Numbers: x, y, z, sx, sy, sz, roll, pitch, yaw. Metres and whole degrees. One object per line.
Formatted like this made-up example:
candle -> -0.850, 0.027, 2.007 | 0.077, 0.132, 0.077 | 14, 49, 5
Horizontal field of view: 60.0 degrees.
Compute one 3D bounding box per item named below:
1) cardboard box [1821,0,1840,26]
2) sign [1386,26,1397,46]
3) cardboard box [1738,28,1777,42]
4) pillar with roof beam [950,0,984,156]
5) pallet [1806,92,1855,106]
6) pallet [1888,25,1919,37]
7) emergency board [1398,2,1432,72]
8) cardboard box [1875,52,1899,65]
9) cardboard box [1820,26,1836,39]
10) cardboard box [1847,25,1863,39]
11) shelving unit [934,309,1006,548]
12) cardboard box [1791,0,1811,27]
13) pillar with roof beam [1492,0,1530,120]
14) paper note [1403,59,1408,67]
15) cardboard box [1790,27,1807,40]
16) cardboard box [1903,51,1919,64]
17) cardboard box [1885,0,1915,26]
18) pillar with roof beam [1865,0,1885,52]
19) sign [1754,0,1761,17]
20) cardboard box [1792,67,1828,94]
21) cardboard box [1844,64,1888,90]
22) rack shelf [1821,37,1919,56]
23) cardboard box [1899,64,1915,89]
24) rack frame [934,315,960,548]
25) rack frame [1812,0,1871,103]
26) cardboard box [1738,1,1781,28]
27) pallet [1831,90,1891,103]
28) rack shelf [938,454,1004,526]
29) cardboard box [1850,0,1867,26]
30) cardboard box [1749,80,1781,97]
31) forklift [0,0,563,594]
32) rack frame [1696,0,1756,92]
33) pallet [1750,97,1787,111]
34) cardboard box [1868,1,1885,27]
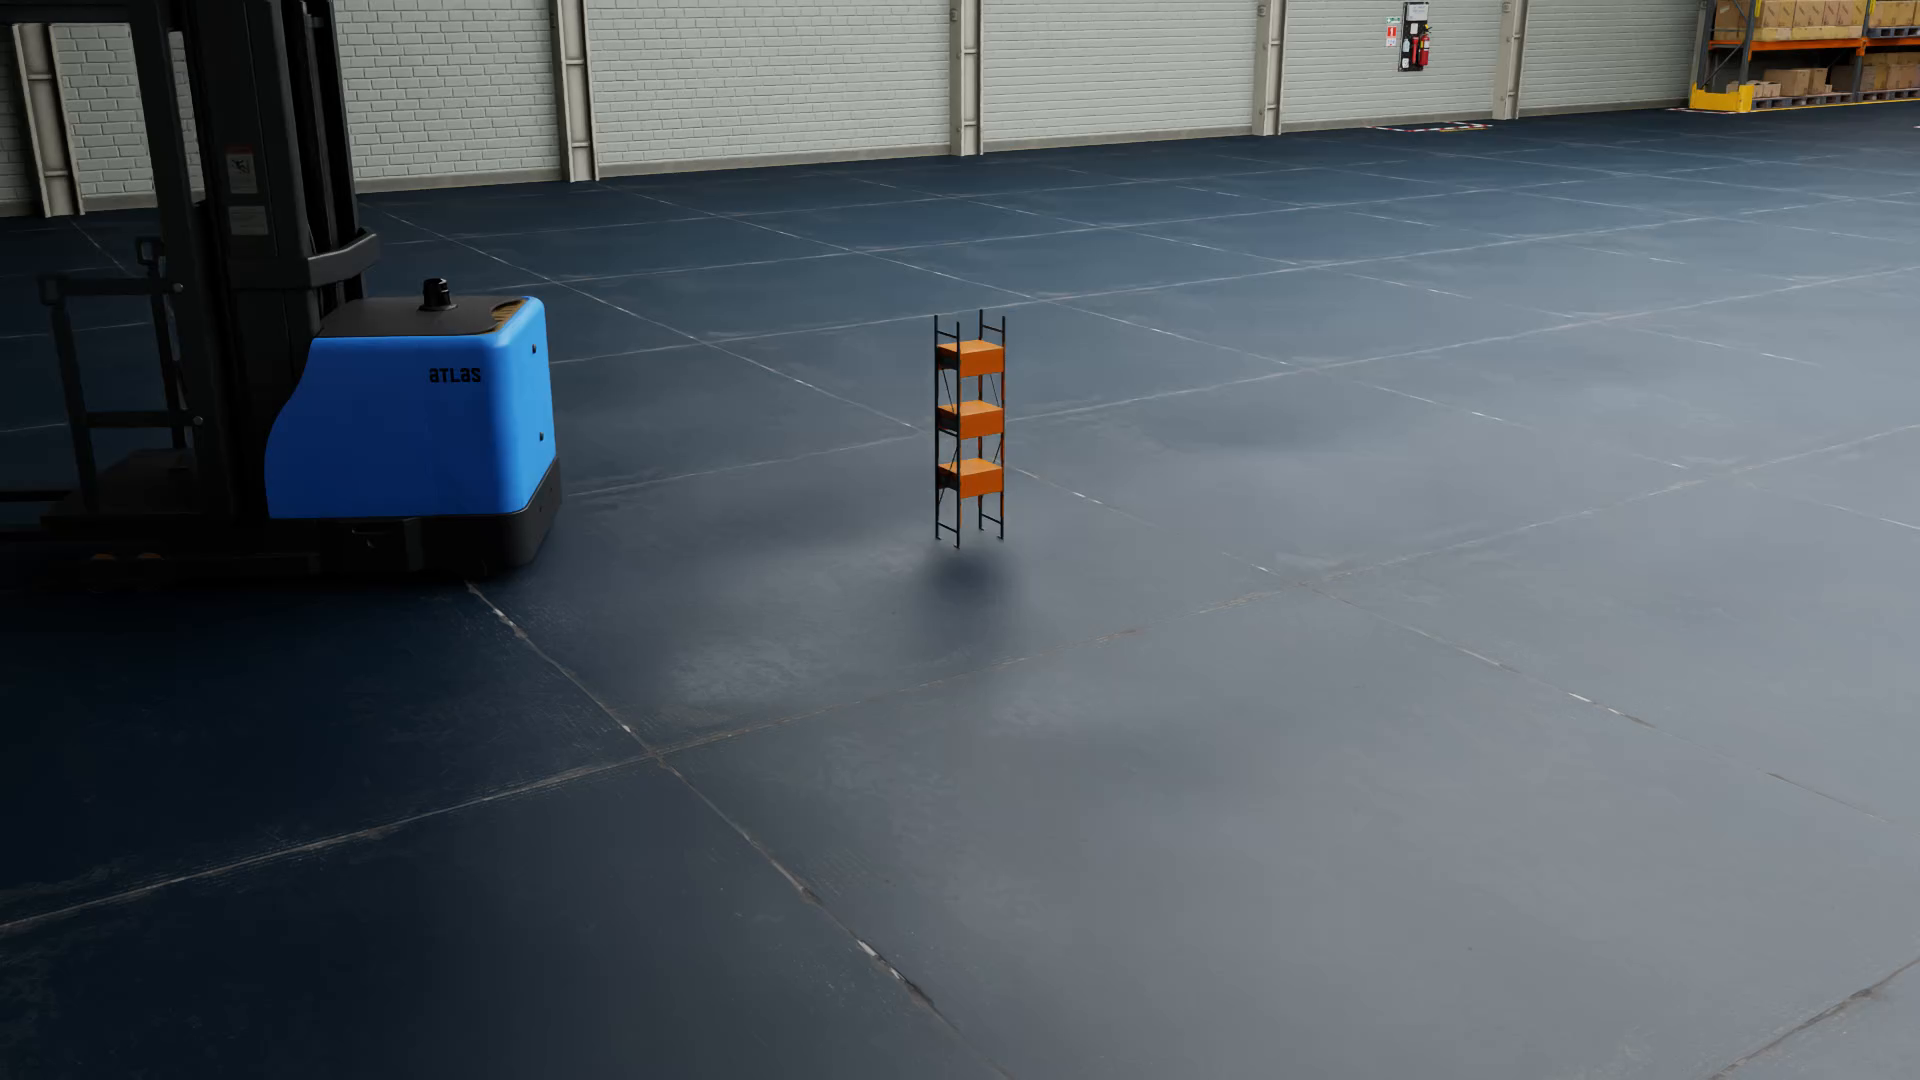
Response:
cardboard box -> 17.297, -10.613, 33.485 | 0.500, 0.500, 0.500 | -13, 22, -33
sign -> 7.516, -8.775, 28.963 | 0.234, 0.329, 0.001 | -12, 22, -31
cardboard box -> 15.604, -9.895, 32.533 | 0.500, 0.250, 0.500 | -13, 22, -33
pillar with roof beam -> 2.465, -8.830, 19.813 | 0.400, 9.000, 9.100 | -12, 22, -31
pallet -> 17.821, -9.211, 34.662 | 1.213, 0.211, 1.003 | -12, 22, -31
pallet -> 20.072, -10.914, 35.644 | 1.213, 0.211, 1.003 | -12, 22, -31
emergency board -> 8.034, -8.828, 29.175 | 0.643, 1.169, 0.194 | -12, 22, -31
cardboard box -> 19.766, -10.345, 35.706 | 0.500, 0.250, 0.500 | -13, 22, -33
cardboard box -> 17.301, -10.256, 33.600 | 0.500, 0.250, 0.500 | -12, 22, -32
cardboard box -> 18.133, -10.434, 34.128 | 0.500, 0.250, 0.500 | -12, 22, -31
shelving unit -> 0.045, -0.507, 7.605 | 0.252, 1.050, 0.215 | -12, 22, -31
cardboard box -> 16.439, -10.427, 32.935 | 0.500, 0.500, 0.500 | -13, 22, -33
pillar with roof beam -> 12.487, -10.944, 26.065 | 0.400, 9.000, 9.100 | -12, 22, -31
paper note -> 7.849, -8.398, 29.278 | 0.142, 0.148, 0.016 | -12, 22, -31
cardboard box -> 16.458, -10.078, 33.076 | 0.500, 0.250, 0.500 | -12, 22, -32
cardboard box -> 20.620, -10.520, 36.223 | 0.500, 0.250, 0.500 | -11, 22, -30
cardboard box -> 19.809, -11.217, 35.398 | 0.500, 0.500, 0.700 | -9, 21, -24
pillar with roof beam -> 22.509, -13.058, 32.318 | 0.400, 9.000, 9.100 | -12, 22, -31
sign -> 15.320, -10.221, 31.941 | 0.005, 0.325, 0.100 | -12, 22, -31
cardboard box -> 17.517, -9.491, 34.351 | 0.500, 0.500, 0.500 | -14, 23, -35
cardboard box -> 19.372, -9.923, 35.629 | 0.500, 0.500, 0.700 | -12, 22, -32
rack shelf -> 20.033, -10.672, 35.751 | 4.000, 0.370, 1.077 | -12, 22, -31
cardboard box -> 20.237, -10.093, 36.133 | 0.500, 0.500, 0.700 | -12, 22, -32
rack frame -> -0.057, -0.485, 7.541 | 0.008, 1.050, 0.200 | -12, 22, -31
rack frame -> 18.362, -10.660, 34.593 | 0.127, 3.000, 1.000 | -12, 22, -31
cardboard box -> 15.585, -10.253, 32.421 | 0.500, 0.500, 0.500 | -12, 22, -31
pallet -> 19.012, -9.477, 35.447 | 1.213, 0.211, 1.003 | -12, 22, -31
rack shelf -> 0.045, -0.233, 7.697 | 0.240, 0.259, 0.215 | -12, 22, -31
cardboard box -> 18.137, -10.788, 34.003 | 0.500, 0.500, 0.500 | -12, 22, -32
cardboard box -> 16.125, -9.088, 33.456 | 0.500, 0.311, 0.500 | -10, 21, -27
forklift -> -3.410, -1.336, 7.120 | 3.031, 2.935, 1.130 | -1, 19, -4
rack frame -> 15.021, -9.956, 32.509 | 0.127, 3.000, 1.000 | -12, 22, -31
pallet -> 15.783, -8.782, 33.391 | 1.213, 0.211, 1.003 | -12, 22, -31
cardboard box -> 18.806, -10.996, 34.745 | 0.500, 0.500, 0.700 | -12, 22, -31
